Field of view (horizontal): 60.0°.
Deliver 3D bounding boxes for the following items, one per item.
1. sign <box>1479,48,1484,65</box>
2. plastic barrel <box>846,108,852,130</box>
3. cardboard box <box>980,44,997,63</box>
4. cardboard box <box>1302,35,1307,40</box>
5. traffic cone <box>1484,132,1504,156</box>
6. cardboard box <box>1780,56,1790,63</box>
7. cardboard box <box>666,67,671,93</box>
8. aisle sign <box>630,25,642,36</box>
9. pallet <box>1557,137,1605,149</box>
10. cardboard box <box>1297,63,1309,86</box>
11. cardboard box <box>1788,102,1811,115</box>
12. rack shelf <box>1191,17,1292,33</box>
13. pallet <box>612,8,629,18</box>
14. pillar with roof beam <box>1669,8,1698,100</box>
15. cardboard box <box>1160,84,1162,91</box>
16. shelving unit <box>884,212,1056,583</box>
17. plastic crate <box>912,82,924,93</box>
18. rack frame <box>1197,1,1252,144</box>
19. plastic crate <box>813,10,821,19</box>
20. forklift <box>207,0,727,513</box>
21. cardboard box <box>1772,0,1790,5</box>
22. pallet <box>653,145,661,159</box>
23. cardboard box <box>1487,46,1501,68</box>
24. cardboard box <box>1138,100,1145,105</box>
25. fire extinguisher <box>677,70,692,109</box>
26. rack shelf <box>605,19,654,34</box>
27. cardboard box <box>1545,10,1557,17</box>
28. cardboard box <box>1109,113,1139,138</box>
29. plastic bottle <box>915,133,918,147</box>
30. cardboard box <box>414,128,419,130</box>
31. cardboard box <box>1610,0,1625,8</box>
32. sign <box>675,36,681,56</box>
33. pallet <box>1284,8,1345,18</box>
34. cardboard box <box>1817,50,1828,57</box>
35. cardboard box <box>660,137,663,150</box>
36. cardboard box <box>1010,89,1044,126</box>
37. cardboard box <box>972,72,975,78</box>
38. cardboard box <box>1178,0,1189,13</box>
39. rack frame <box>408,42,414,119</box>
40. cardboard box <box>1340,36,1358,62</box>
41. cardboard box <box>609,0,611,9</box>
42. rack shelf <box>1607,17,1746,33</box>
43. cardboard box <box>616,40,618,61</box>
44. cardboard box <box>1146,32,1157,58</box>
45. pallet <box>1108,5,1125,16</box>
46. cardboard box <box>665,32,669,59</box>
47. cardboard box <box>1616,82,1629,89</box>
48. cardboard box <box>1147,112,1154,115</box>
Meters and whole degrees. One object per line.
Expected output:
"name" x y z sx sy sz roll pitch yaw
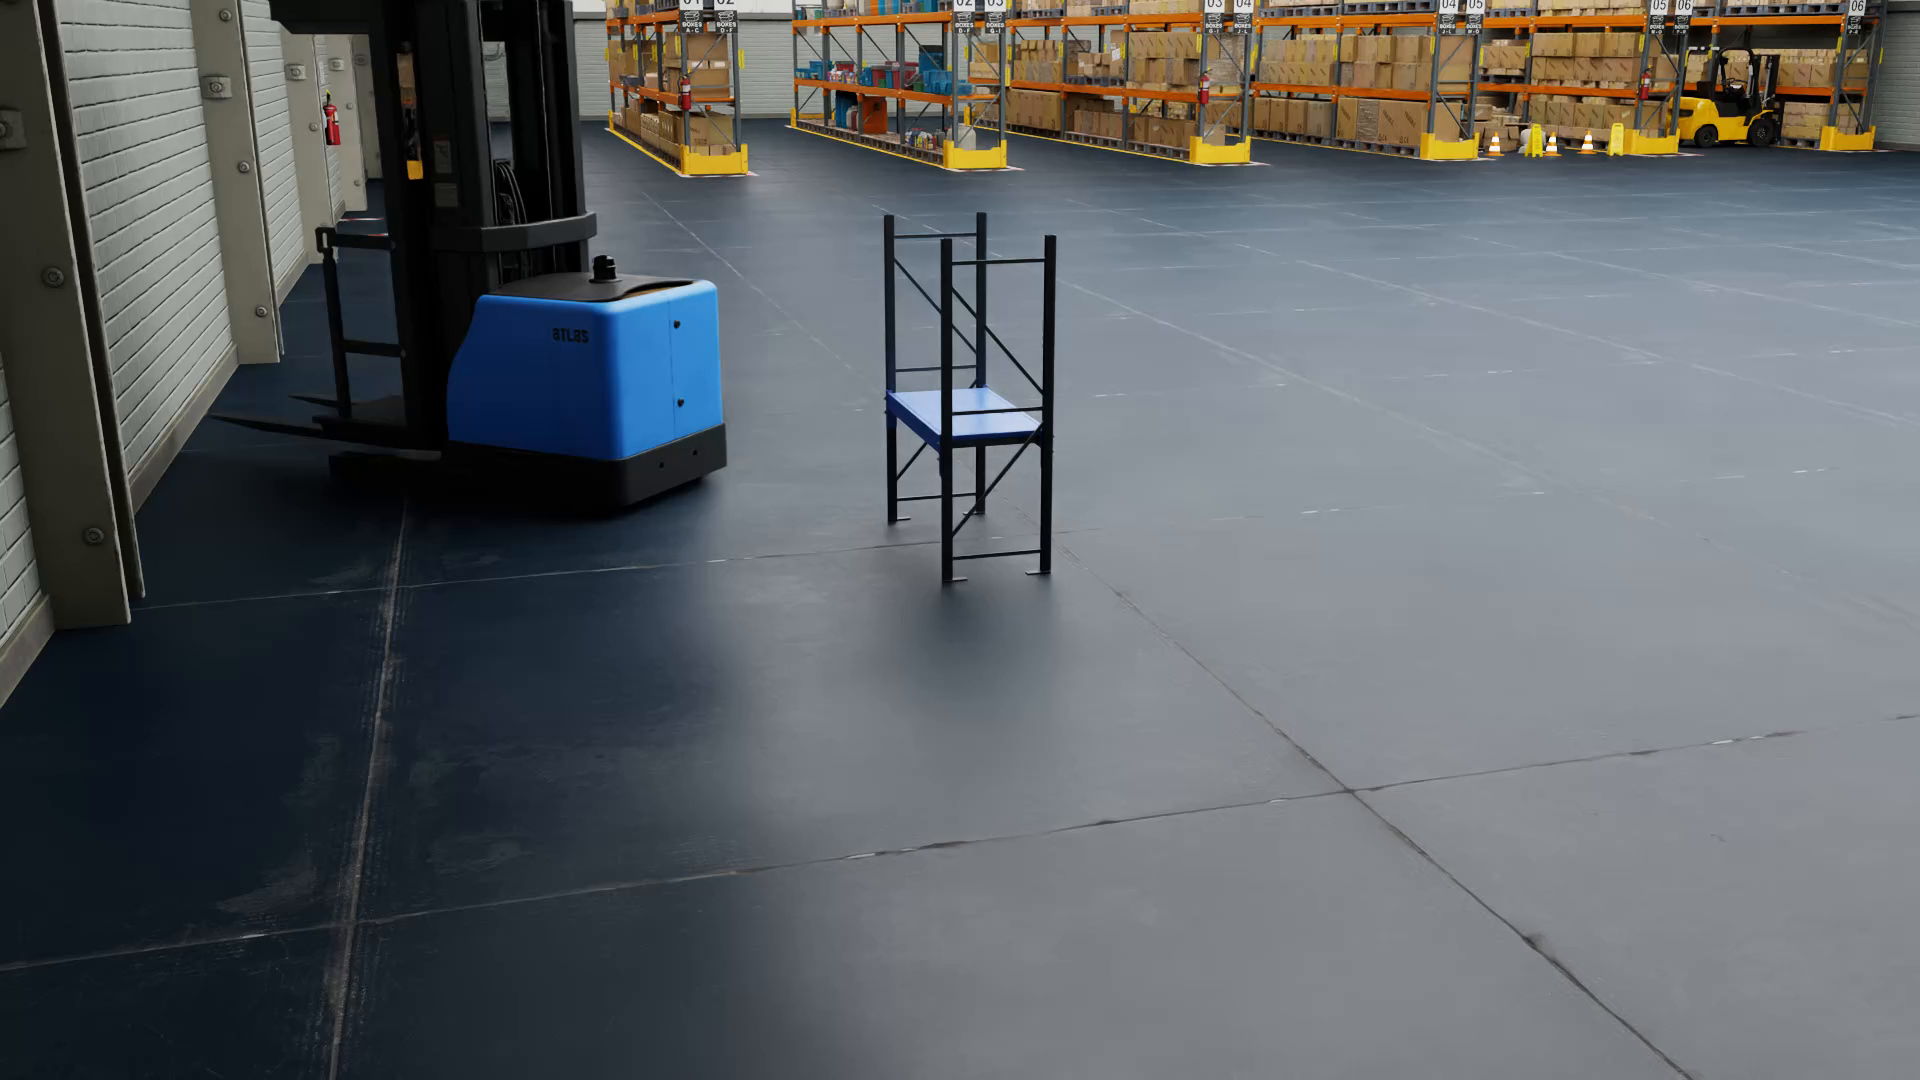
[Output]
"sign" 10.440 -9.684 33.333 0.100 0.325 0.005 -5 17 -15
"plastic barrel" -2.555 -10.251 40.459 0.421 0.512 0.421 0 17 0
"cardboard box" 0.869 -13.245 45.272 0.500 0.500 0.500 -5 17 -17
"cardboard box" 10.172 -14.603 48.315 0.380 0.149 0.250 -4 17 -14
"traffic cone" 11.124 -8.233 34.556 0.336 0.463 0.334 -5 17 -15
"cardboard box" 18.667 -10.787 37.347 0.380 0.149 0.250 -5 17 -15
"cardboard box" -5.389 -9.075 32.774 0.700 0.500 0.500 -5 17 -17
"aisle sign" -8.539 -13.756 44.015 0.394 0.787 0.004 -5 17 -15
"pallet" 14.095 -8.858 37.074 1.003 0.211 1.213 -5 17 -15
"cardboard box" 8.127 -10.746 38.339 0.500 0.500 0.500 -5 17 -15
"cardboard box" 18.835 -9.608 37.036 0.500 0.250 0.500 -4 17 -14
"rack shelf" 7.156 -13.047 42.209 1.077 0.370 4.000 -5 17 -15
"pallet" -7.604 -12.522 39.539 1.213 0.211 1.003 -5 17 -15
"pillar with roof beam" 14.295 -14.458 40.442 9.100 9.000 0.400 -5 17 -15
"cardboard box" 4.316 -9.248 33.963 0.380 0.149 0.250 -5 17 -15
"shelving unit" 0.023 -0.695 7.658 0.538 1.500 1.048 -5 17 -15
"plastic crate" -0.652 -9.040 33.202 0.450 0.188 0.662 -5 17 -15
"rack frame" 5.108 -8.825 32.116 1.000 3.000 0.127 -5 17 -15
"plastic crate" -3.509 -13.335 42.210 0.416 0.233 0.300 -5 17 -15
"forklift" -2.825 -1.808 8.876 3.031 2.935 1.130 8 18 24
"cardboard box" 18.743 -12.296 37.375 0.797 0.503 0.637 -4 17 -13
"pallet" -5.757 -8.014 34.265 1.003 0.211 1.213 -5 17 -15
"cardboard box" 12.916 -11.496 39.588 0.500 0.500 0.500 -4 17 -13
"cardboard box" 5.325 -12.564 47.755 0.380 0.149 0.250 -6 18 -18
"fire extinguisher" -4.832 -7.936 29.292 0.296 0.674 0.183 -5 17 -15
"rack shelf" -8.265 -13.007 42.076 1.077 0.370 4.000 -5 17 -15
"cardboard box" 13.403 -11.848 37.404 0.380 0.149 0.250 -5 17 -15
"cardboard box" 3.748 -9.250 37.111 0.700 0.500 0.500 -5 17 -16
"plastic bottle" -0.874 -8.092 33.634 0.061 0.283 0.133 -4 17 -13
"cardboard box" -9.956 -7.486 31.240 0.500 0.500 0.500 -6 18 -19
"cardboard box" 14.112 -11.376 35.139 0.500 0.250 0.500 -5 17 -16
"sign" -4.944 -8.671 29.182 0.100 0.325 0.005 -5 17 -15
"pallet" 8.244 -12.265 38.683 1.003 0.211 1.213 -4 17 -13
"cardboard box" 19.009 -10.651 36.377 0.380 0.149 0.250 -5 17 -15
"cardboard box" -5.681 -7.881 33.024 0.500 0.250 0.500 -5 17 -15
"cardboard box" 2.005 -11.152 42.828 1.225 0.875 0.875 -5 17 -15
"cardboard box" 0.563 -12.935 46.236 0.380 0.149 0.250 -5 17 -16
"cardboard box" 4.591 -10.441 32.542 0.500 0.250 0.500 -5 17 -15
"rack frame" -12.478 -10.969 39.255 1.000 3.000 0.127 -5 17 -15
"cardboard box" 8.874 -10.780 36.486 0.875 0.550 0.550 -5 17 -15
"cardboard box" -8.650 -13.633 42.302 0.500 0.250 0.500 -5 17 -15
"rack shelf" 17.759 -12.753 41.232 1.077 0.370 4.000 -5 17 -15
"cardboard box" -8.247 -12.150 41.273 0.500 0.500 0.500 -5 17 -16
"cardboard box" 4.164 -10.179 34.197 0.500 0.500 0.500 -5 17 -15
"pallet" 3.941 -11.457 35.992 1.213 0.211 1.003 -5 17 -15
"cardboard box" -5.389 -9.696 32.588 0.700 0.500 0.500 -5 17 -15
"cardboard box" 14.152 -9.636 35.253 0.380 0.149 0.250 -5 17 -16
"cardboard box" 5.534 -12.067 47.135 0.380 0.149 0.250 -4 17 -15
